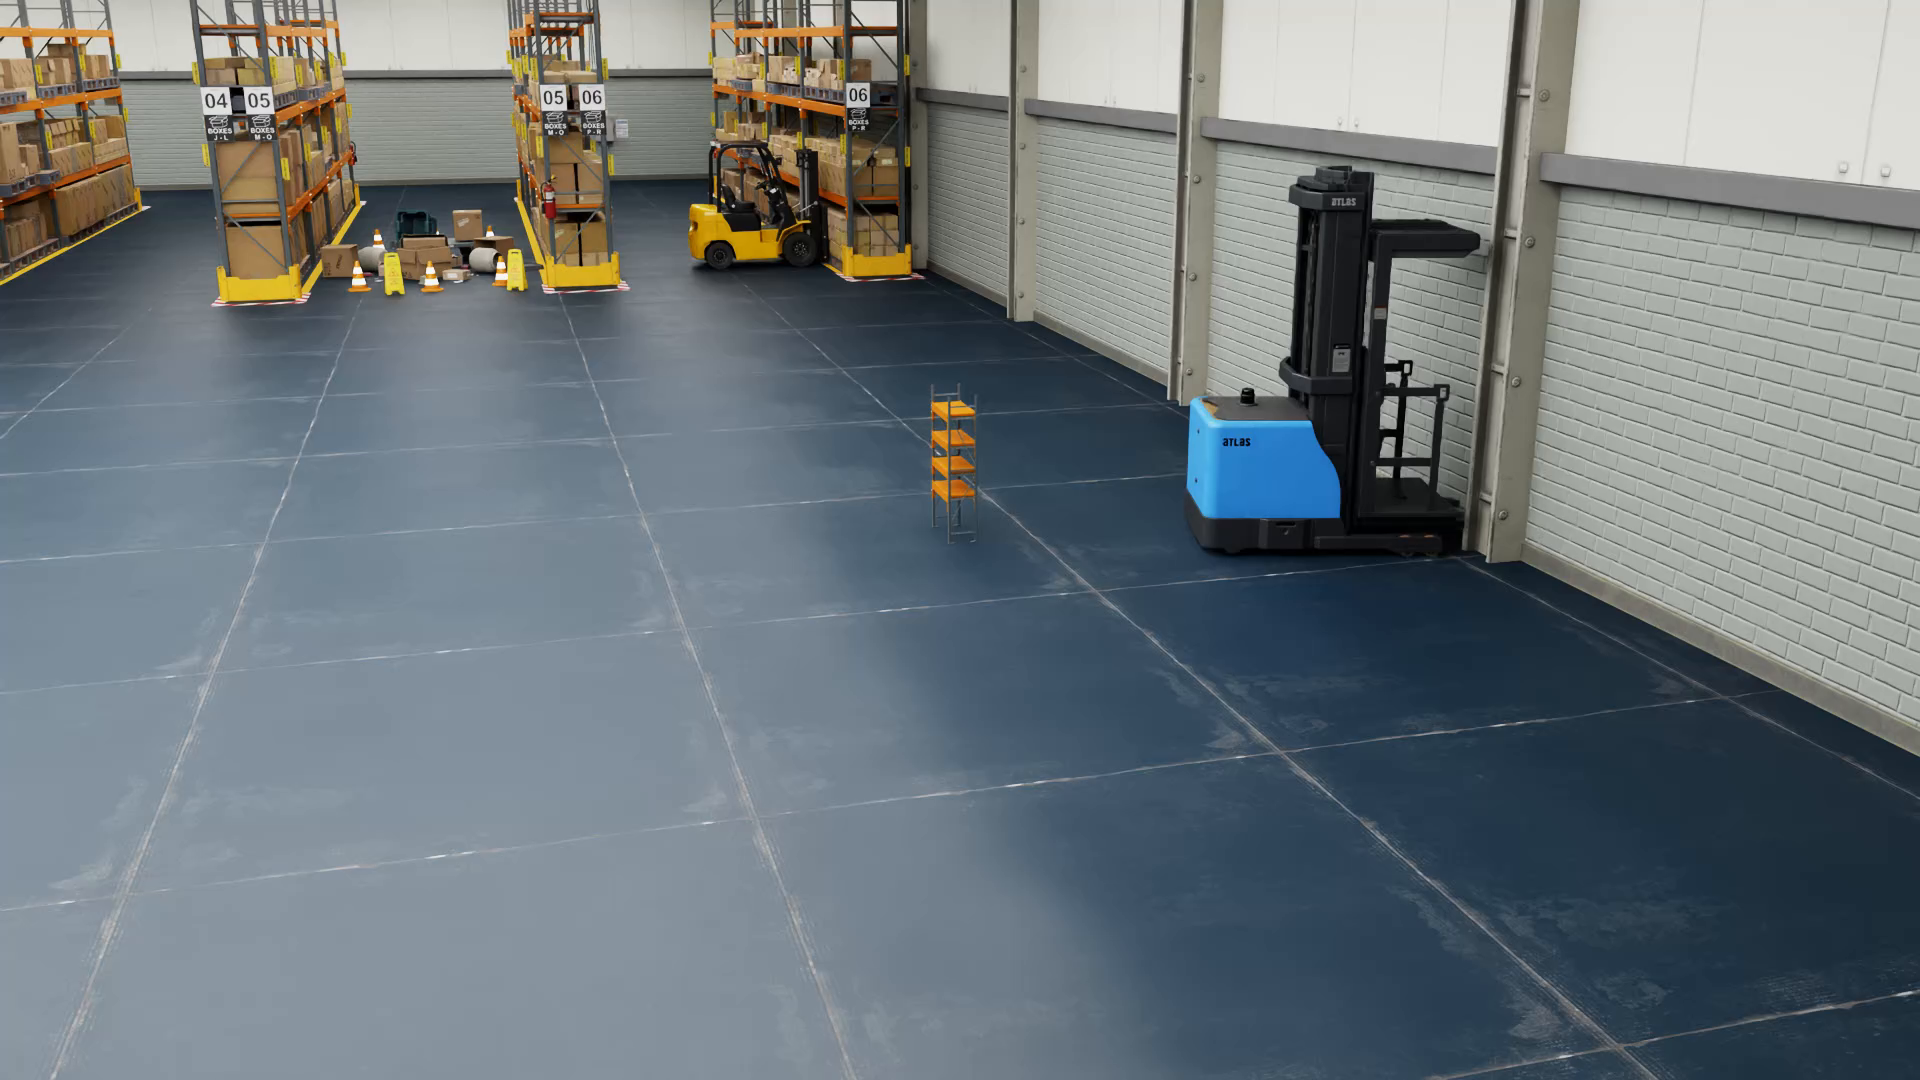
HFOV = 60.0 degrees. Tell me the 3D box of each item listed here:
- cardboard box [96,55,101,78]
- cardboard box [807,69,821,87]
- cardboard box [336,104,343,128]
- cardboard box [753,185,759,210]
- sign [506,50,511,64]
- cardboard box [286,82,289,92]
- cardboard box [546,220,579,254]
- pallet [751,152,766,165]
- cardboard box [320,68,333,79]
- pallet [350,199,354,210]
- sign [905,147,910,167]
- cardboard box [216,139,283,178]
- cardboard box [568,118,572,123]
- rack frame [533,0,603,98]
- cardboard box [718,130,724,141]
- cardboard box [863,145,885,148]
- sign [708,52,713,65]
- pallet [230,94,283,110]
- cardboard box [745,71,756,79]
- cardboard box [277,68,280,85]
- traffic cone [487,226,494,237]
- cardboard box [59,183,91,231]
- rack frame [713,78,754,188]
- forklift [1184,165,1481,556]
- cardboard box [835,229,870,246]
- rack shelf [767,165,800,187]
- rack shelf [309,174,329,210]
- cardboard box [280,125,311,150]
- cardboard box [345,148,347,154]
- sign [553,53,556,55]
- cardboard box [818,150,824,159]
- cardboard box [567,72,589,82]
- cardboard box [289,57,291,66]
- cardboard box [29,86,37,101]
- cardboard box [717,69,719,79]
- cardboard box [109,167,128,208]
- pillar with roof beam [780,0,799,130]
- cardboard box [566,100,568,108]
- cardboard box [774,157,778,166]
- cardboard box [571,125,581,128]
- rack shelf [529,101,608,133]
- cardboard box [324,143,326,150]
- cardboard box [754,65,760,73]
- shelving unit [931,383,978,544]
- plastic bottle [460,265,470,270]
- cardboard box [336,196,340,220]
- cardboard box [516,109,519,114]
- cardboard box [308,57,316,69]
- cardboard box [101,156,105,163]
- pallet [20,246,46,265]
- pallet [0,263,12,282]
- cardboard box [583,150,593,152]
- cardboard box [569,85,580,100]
[{"bbox_3d":[-19.900,-10.717,37.623,0.700,0.500,0.500,-5,18,-17],"label":"cardboard box"},{"bbox_3d":[-2.541,-8.539,30.702,0.500,0.311,0.500,-4,17,-14],"label":"cardboard box"},{"bbox_3d":[-14.533,-9.785,38.384,0.500,0.500,0.500,-5,18,-17],"label":"cardboard box"},{"bbox_3d":[-4.392,-7.782,37.760,0.500,0.500,0.500,-5,18,-17],"label":"cardboard box"},{"bbox_3d":[-11.140,-11.922,41.057,0.100,0.325,0.005,-5,17,-15],"label":"sign"},{"bbox_3d":[-11.280,-7.470,27.426,0.380,0.149,0.250,-5,17,-16],"label":"cardboard box"},{"bbox_3d":[-6.679,-5.090,27.929,0.500,0.500,0.500,-5,17,-15],"label":"cardboard box"},{"bbox_3d":[-3.889,-8.342,36.343,1.213,0.211,1.003,-5,17,-15],"label":"pallet"},{"bbox_3d":[-14.139,-10.302,36.712,0.500,0.250,0.500,-4,17,-13],"label":"cardboard box"},{"bbox_3d":[-15.127,-8.068,39.944,1.003,0.211,1.213,-5,17,-15],"label":"pallet"},{"bbox_3d":[-0.901,-6.534,28.347,0.100,0.325,0.005,-5,17,-15],"label":"sign"},{"bbox_3d":[-11.004,-5.921,25.812,0.875,0.550,0.550,-5,17,-15],"label":"cardboard box"},{"bbox_3d":[-8.307,-8.541,34.760,0.500,0.500,0.500,-5,18,-17],"label":"cardboard box"},{"bbox_3d":[-6.208,-8.519,26.170,1.000,3.000,0.127,-5,17,-15],"label":"rack frame"},{"bbox_3d":[-5.829,-10.249,42.102,0.500,0.250,0.500,-5,17,-15],"label":"cardboard box"},{"bbox_3d":[-1.503,-6.867,29.279,0.380,0.149,0.250,-5,17,-15],"label":"cardboard box"},{"bbox_3d":[-6.355,-12.277,42.376,0.100,0.325,0.005,-5,17,-15],"label":"sign"},{"bbox_3d":[-11.154,-6.825,25.899,1.003,0.211,1.213,-5,17,-15],"label":"pallet"},{"bbox_3d":[-4.588,-10.386,37.134,0.380,0.149,0.250,-4,17,-14],"label":"cardboard box"},{"bbox_3d":[-10.966,-7.277,26.089,0.500,0.250,0.500,-5,17,-16],"label":"cardboard box"},{"bbox_3d":[-8.994,-5.769,31.855,0.336,0.463,0.334,-5,17,-15],"label":"traffic cone"},{"bbox_3d":[-18.342,-6.698,33.500,1.225,0.875,0.875,-5,17,-15],"label":"cardboard box"},{"bbox_3d":[-5.834,-10.465,43.076,1.000,3.000,0.127,-5,17,-15],"label":"rack frame"},{"bbox_3d":[3.396,-1.428,13.112,3.031,2.935,1.130,0,17,-1],"label":"forklift"},{"bbox_3d":[-1.871,-5.273,28.972,0.500,0.250,0.500,-5,17,-16],"label":"cardboard box"},{"bbox_3d":[-3.085,-7.354,33.971,1.077,0.370,4.000,-5,17,-15],"label":"rack shelf"},{"bbox_3d":[-12.589,-6.541,31.266,1.077,0.370,4.000,-5,17,-15],"label":"rack shelf"},{"bbox_3d":[-12.884,-7.701,31.964,0.700,0.500,0.500,-5,17,-16],"label":"cardboard box"},{"bbox_3d":[-14.767,-9.255,39.486,0.380,0.149,0.250,-4,17,-14],"label":"cardboard box"},{"bbox_3d":[-10.080,-11.933,41.349,0.100,0.325,0.005,-5,17,-15],"label":"sign"},{"bbox_3d":[-2.377,-7.039,30.369,0.380,0.149,0.250,-5,18,-17],"label":"cardboard box"},{"bbox_3d":[-6.498,-7.882,28.313,0.380,0.149,0.250,-4,17,-14],"label":"cardboard box"},{"bbox_3d":[-11.494,-8.065,28.018,0.380,0.149,0.250,-5,17,-15],"label":"cardboard box"},{"bbox_3d":[-17.568,-8.328,31.008,0.500,0.250,0.500,-5,17,-15],"label":"cardboard box"},{"bbox_3d":[-5.815,-11.689,41.680,0.500,0.250,0.500,-4,17,-14],"label":"cardboard box"},{"bbox_3d":[-19.631,-8.049,37.997,0.875,0.875,0.875,-5,17,-15],"label":"cardboard box"},{"bbox_3d":[-8.198,-12.155,38.275,9.100,9.000,0.400,-5,17,-15],"label":"pillar with roof beam"},{"bbox_3d":[-6.721,-7.256,27.617,0.380,0.149,0.250,-5,17,-15],"label":"cardboard box"},{"bbox_3d":[-3.615,-7.899,34.794,0.500,0.250,0.500,-5,17,-16],"label":"cardboard box"},{"bbox_3d":[-7.494,-7.905,32.005,0.380,0.149,0.250,-4,17,-12],"label":"cardboard box"},{"bbox_3d":[-6.758,-7.291,28.547,1.077,0.370,4.000,-5,17,-15],"label":"rack shelf"},{"bbox_3d":[-13.511,-8.242,34.868,0.380,0.149,0.250,-4,17,-13],"label":"cardboard box"},{"bbox_3d":[-4.299,-10.311,36.401,0.380,0.149,0.250,-5,17,-16],"label":"cardboard box"},{"bbox_3d":[-0.046,-0.620,13.432,0.258,1.200,0.503,-5,17,-15],"label":"shelving unit"},{"bbox_3d":[-8.756,-4.840,29.457,0.133,0.061,0.283,-2,17,-6],"label":"plastic bottle"},{"bbox_3d":[-13.514,-7.081,35.425,0.500,0.500,0.500,-5,17,-16],"label":"cardboard box"},{"bbox_3d":[-10.311,-10.021,39.686,0.500,0.500,0.500,-5,17,-15],"label":"cardboard box"},{"bbox_3d":[-13.126,-9.567,33.368,0.396,0.266,0.258,-5,17,-15],"label":"cardboard box"},{"bbox_3d":[-18.941,-8.315,36.355,0.380,0.149,0.250,-4,17,-13],"label":"cardboard box"},{"bbox_3d":[-17.390,-5.186,30.351,1.003,0.211,1.213,-5,17,-15],"label":"pallet"},{"bbox_3d":[-16.617,-4.450,27.900,1.003,0.211,1.213,-5,17,-15],"label":"pallet"},{"bbox_3d":[-6.946,-6.839,30.315,0.500,0.500,0.500,-5,17,-17],"label":"cardboard box"},{"bbox_3d":[-6.090,-7.313,27.113,0.500,0.250,0.500,-5,17,-16],"label":"cardboard box"}]
